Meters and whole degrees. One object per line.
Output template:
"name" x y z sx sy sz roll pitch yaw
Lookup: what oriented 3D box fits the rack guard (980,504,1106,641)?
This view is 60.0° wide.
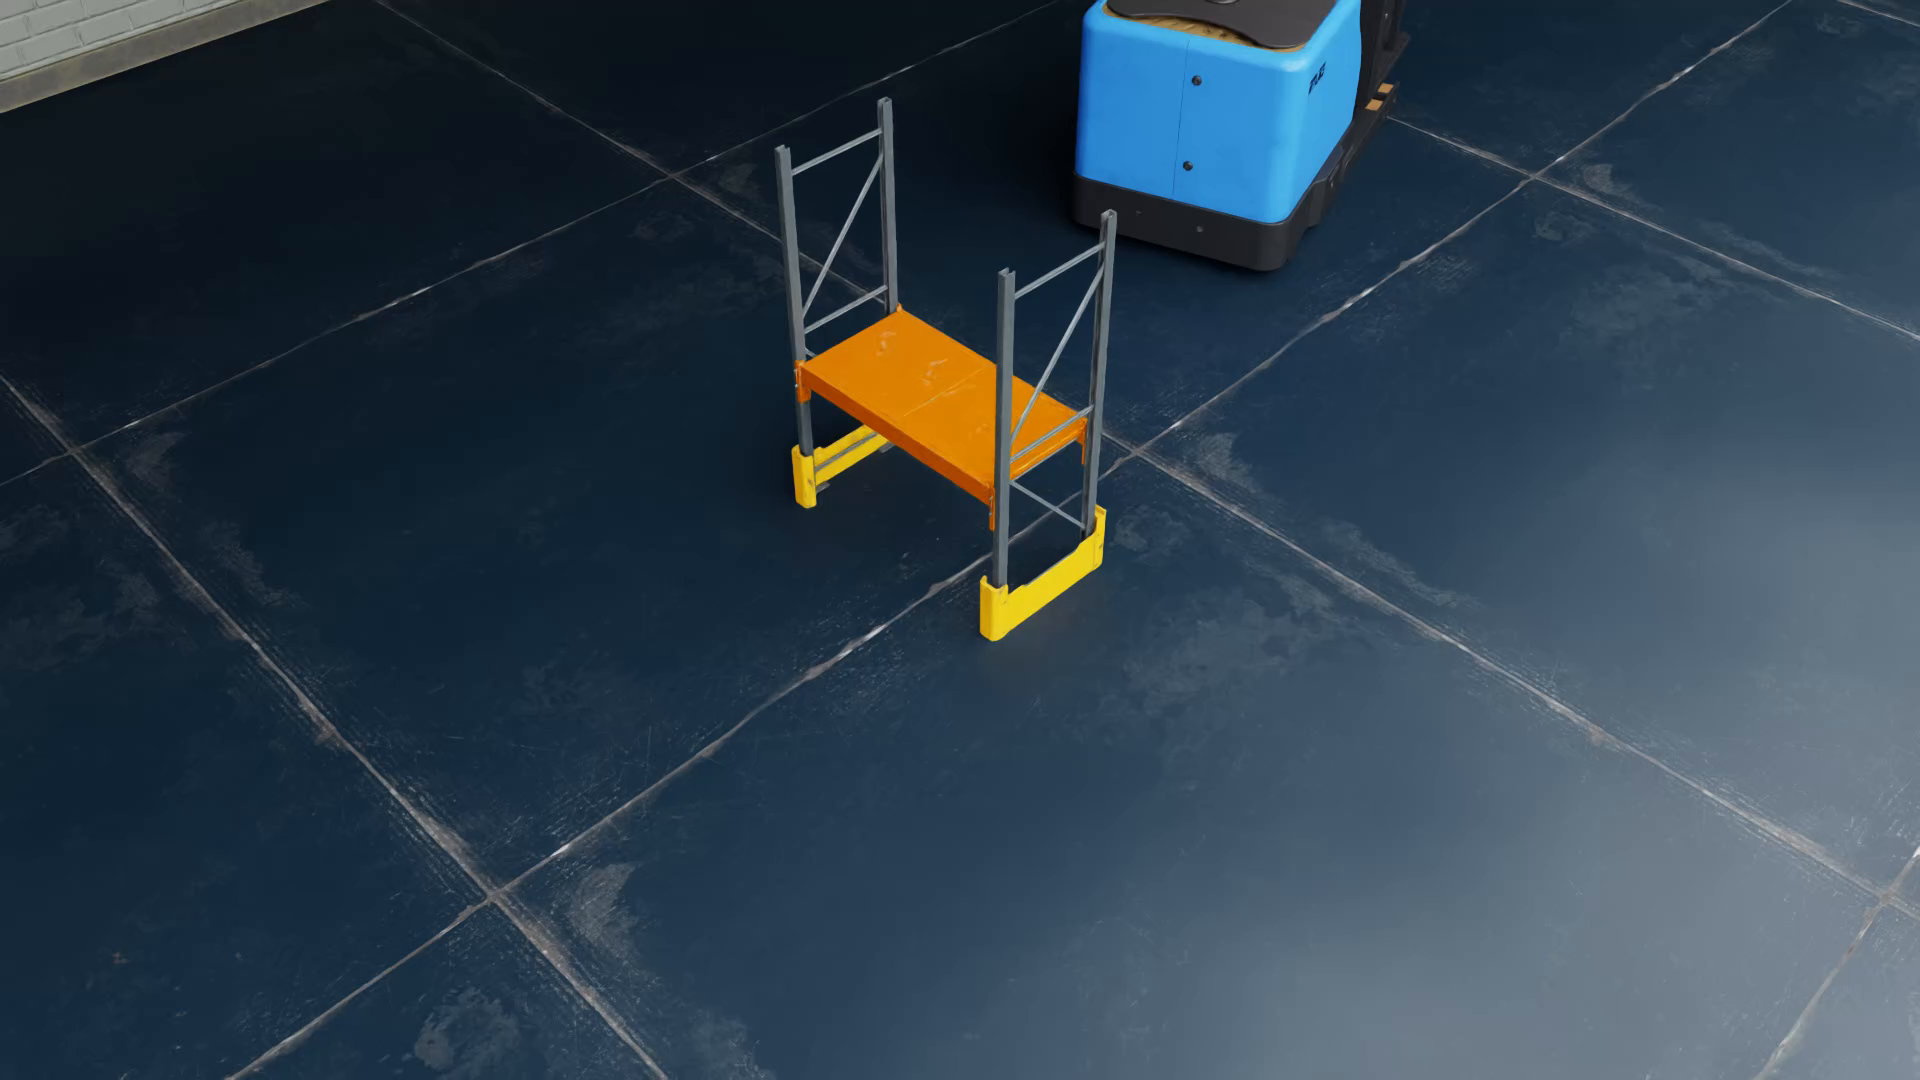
"rack guard" 0.298 0.111 5.946 0.587 0.250 0.087 -34 53 -31

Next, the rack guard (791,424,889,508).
"rack guard" -0.406 -0.368 6.464 0.587 0.250 0.087 -34 53 -31

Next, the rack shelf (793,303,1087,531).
"rack shelf" -0.060 -0.460 5.907 0.538 0.185 1.000 -34 53 -31

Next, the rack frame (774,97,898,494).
"rack frame" -0.419 -0.836 6.050 0.500 1.500 0.032 -34 53 -31

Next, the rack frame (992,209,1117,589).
"rack frame" 0.299 -0.348 5.521 0.500 1.500 0.032 -34 53 -31

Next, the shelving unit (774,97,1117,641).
"shelving unit" -0.054 -0.587 5.781 0.587 1.500 1.083 -34 53 -31

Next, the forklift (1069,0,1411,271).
"forklift" 1.619 -3.282 7.642 1.130 2.935 3.031 19 46 19
